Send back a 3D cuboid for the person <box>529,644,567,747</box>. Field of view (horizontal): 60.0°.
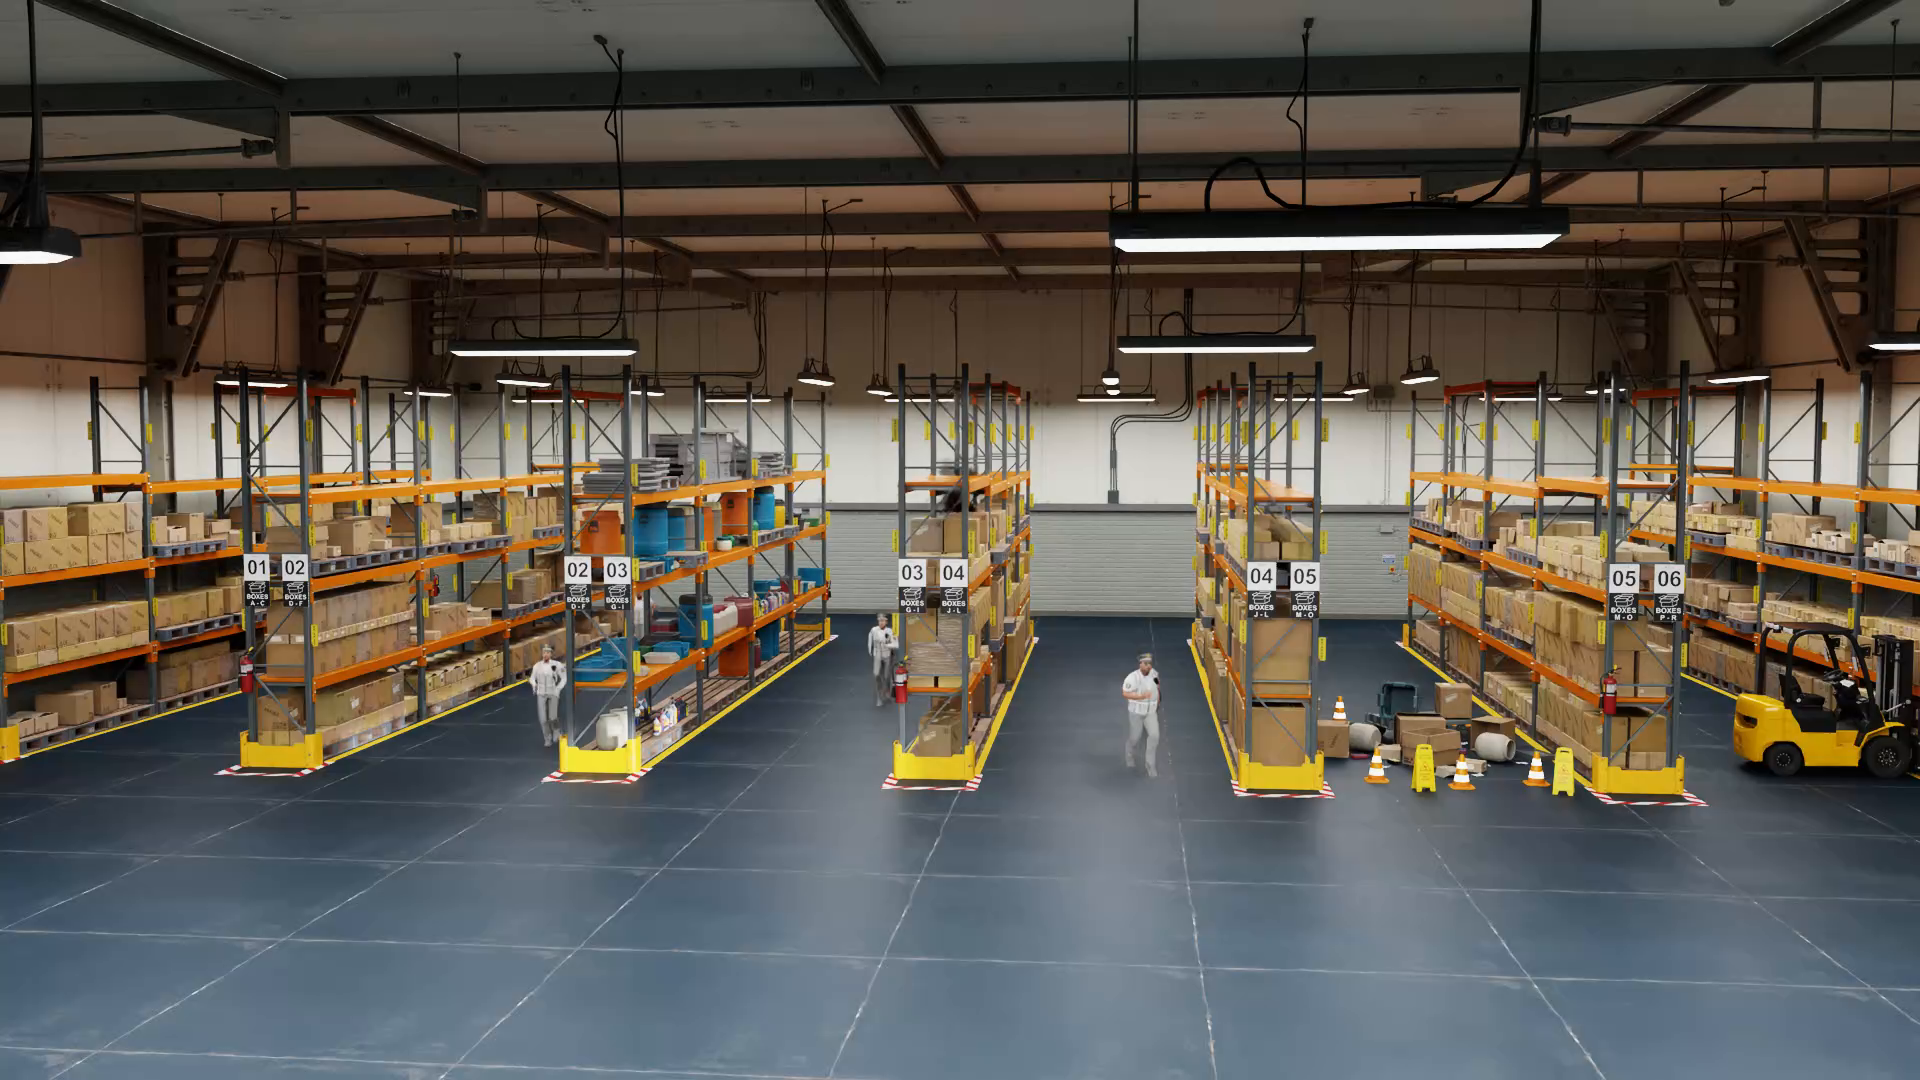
[{"bbox_3d":[-6.572,2.472,26.512,0.609,1.651,0.560,0,4,-2],"label":"person"}]

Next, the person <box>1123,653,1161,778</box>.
[{"bbox_3d":[2.674,2.558,24.541,0.688,1.836,0.903,-1,4,-20],"label":"person"}]

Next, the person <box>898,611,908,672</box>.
[{"bbox_3d":[-1.012,1.995,33.582,0.626,1.762,0.736,0,4,2],"label":"person"}]

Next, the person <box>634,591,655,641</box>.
[{"bbox_3d":[-7.009,1.849,36.461,0.588,1.679,0.739,0,4,1],"label":"person"}]

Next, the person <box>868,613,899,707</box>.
[{"bbox_3d":[-1.410,2.200,30.732,0.636,1.722,0.816,1,4,11],"label":"person"}]
